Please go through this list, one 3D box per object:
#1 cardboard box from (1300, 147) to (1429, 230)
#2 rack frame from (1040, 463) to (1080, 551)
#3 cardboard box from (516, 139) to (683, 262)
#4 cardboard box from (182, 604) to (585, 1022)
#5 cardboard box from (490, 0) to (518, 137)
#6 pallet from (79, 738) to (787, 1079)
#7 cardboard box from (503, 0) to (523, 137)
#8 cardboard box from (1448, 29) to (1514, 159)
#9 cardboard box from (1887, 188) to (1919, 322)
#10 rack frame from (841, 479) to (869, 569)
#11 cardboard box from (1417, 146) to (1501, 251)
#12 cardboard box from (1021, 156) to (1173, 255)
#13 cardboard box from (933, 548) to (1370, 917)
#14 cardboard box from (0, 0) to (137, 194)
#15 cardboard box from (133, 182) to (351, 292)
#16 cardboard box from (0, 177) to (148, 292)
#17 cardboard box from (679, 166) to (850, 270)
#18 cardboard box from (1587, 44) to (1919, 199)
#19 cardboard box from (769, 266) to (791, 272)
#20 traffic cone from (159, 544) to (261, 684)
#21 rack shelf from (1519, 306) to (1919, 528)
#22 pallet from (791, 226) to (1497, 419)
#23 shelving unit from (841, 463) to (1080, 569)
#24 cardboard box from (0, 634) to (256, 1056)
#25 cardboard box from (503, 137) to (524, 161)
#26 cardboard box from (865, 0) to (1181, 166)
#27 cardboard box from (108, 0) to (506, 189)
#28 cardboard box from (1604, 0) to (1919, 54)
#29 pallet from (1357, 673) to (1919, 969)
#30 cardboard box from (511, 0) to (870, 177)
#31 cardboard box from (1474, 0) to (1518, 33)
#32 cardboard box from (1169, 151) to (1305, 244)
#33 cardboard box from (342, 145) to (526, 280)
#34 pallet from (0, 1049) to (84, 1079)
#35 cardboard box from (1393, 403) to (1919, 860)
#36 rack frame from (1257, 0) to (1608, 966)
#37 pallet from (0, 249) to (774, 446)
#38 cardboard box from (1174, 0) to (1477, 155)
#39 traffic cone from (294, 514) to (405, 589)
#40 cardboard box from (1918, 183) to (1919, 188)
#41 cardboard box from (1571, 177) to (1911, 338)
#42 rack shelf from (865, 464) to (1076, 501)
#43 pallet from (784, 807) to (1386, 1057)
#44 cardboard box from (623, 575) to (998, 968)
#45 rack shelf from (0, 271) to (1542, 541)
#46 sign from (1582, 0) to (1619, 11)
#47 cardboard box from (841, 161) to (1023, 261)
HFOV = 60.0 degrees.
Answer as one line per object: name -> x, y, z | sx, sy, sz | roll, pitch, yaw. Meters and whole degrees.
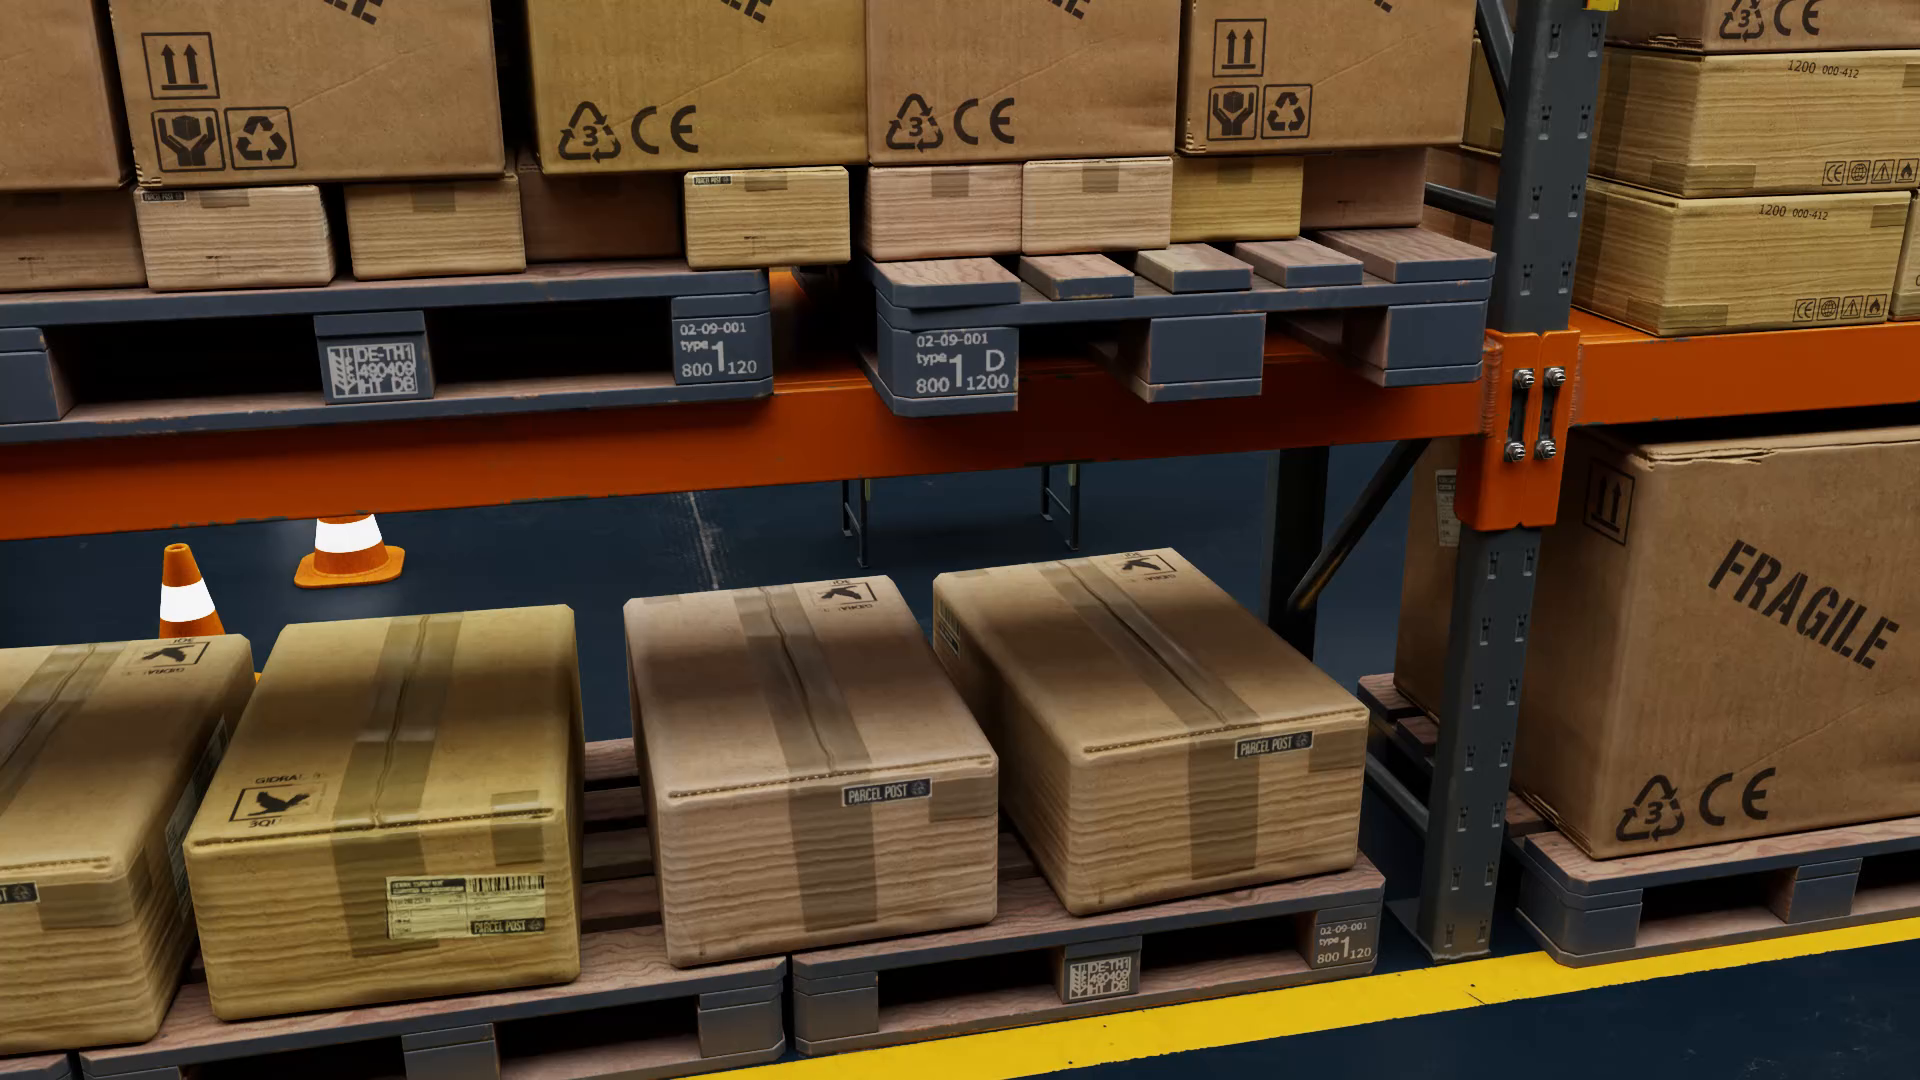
cardboard box -> 0.658, -0.679, 3.062 | 0.250, 0.149, 0.380 | -4, 20, -10
rack frame -> 0.350, -0.733, 5.634 | 0.023, 1.500, 0.400 | -5, 21, -12
cardboard box -> -0.606, -0.577, 2.784 | 0.250, 0.149, 0.380 | -4, 21, -12
cardboard box -> -1.085, 0.493, 3.318 | 0.625, 0.372, 0.950 | -4, 20, -11
cardboard box -> -1.078, -1.005, 3.010 | 0.500, 0.500, 0.500 | -5, 21, -15
pallet -> -1.023, 0.762, 3.429 | 1.213, 0.211, 1.003 | -5, 21, -12
cardboard box -> -0.589, -1.042, 3.111 | 0.500, 0.500, 0.500 | -4, 21, -12
cardboard box -> 1.336, -0.992, 3.654 | 0.500, 0.250, 0.500 | -5, 21, -13
cardboard box -> 1.953, -0.635, 3.406 | 0.500, 0.250, 0.500 | -5, 21, -14
rack frame -> -0.363, -0.675, 5.476 | 0.023, 1.500, 0.400 | -5, 21, -12
cardboard box -> 1.355, -0.761, 3.749 | 0.500, 0.250, 0.500 | -5, 21, -14
cardboard box -> 0.179, -0.599, 2.843 | 0.250, 0.149, 0.380 | -5, 21, -13
cardboard box -> 0.371, 0.374, 3.644 | 0.625, 0.372, 0.950 | -6, 21, -16
cardboard box -> -1.476, -0.787, 2.414 | 0.500, 0.500, 0.500 | -5, 21, -13
cardboard box -> -1.085, -0.499, 2.570 | 0.250, 0.149, 0.380 | -4, 20, -10
cardboard box -> -1.355, -0.495, 2.560 | 0.250, 0.149, 0.380 | -4, 21, -12
cardboard box -> -0.333, -0.555, 2.723 | 0.250, 0.149, 0.380 | -4, 21, -12
cardboard box -> 1.473, -0.826, 3.200 | 0.500, 0.250, 0.500 | -5, 21, -13
cardboard box -> -0.928, -1.476, 8.144 | 0.750, 0.750, 1.050 | -5, 21, -13
traffic cone -> -2.085, 0.237, 4.496 | 0.334, 0.463, 0.336 | -5, 21, -12
rack shelf -> 2.869, -0.525, 3.933 | 4.000, 0.370, 1.077 | -5, 21, -12
pallet -> 0.254, -0.522, 3.159 | 1.003, 0.211, 1.213 | -5, 21, -12
shelving unit -> -0.006, -0.704, 5.555 | 0.755, 1.500, 0.431 | -5, 21, -12
cardboard box -> -1.761, 0.548, 3.166 | 0.625, 0.372, 0.950 | -3, 20, -9
cardboard box -> -0.751, -0.707, 3.139 | 0.250, 0.149, 0.380 | -4, 20, -10
cardboard box -> 0.044, -0.915, 2.762 | 0.500, 0.500, 0.500 | -5, 21, -13
cardboard box -> -0.979, -0.831, 2.535 | 0.500, 0.500, 0.500 | -6, 21, -15
cardboard box -> 1.459, -1.178, 3.071 | 0.500, 0.500, 0.500 | -5, 21, -14
pallet -> 1.707, 0.568, 3.958 | 1.213, 0.211, 1.003 | -5, 21, -12
cardboard box -> -0.447, -0.874, 2.652 | 0.500, 0.500, 0.500 | -6, 21, -16
cardboard box -> 1.366, -1.349, 3.538 | 0.500, 0.500, 0.500 | -5, 21, -14
cardboard box -> 0.414, -0.634, 2.938 | 0.250, 0.149, 0.380 | -4, 21, -12
cardboard box -> -0.832, -0.530, 2.655 | 0.250, 0.149, 0.380 | -5, 21, -14
pallet -> -2.213, 0.859, 3.162 | 1.213, 0.211, 1.003 | -5, 21, -12
cardboard box -> 1.614, 0.069, 3.743 | 0.875, 0.875, 0.875 | -5, 21, -13
rack frame -> 0.923, -0.705, 3.377 | 0.127, 3.000, 1.000 | -5, 21, -12
pallet -> -0.994, -0.444, 2.945 | 1.213, 0.211, 1.003 | -5, 21, -12
cardboard box -> 0.544, -0.959, 2.884 | 0.500, 0.500, 0.500 | -5, 21, -14
traffic cone -> -2.033, -0.121, 5.473 | 0.334, 0.463, 0.336 | -5, 21, -12
cardboard box -> 1.976, -0.867, 3.311 | 0.500, 0.250, 0.500 | -4, 21, -11
cardboard box -> 1.457, -0.589, 3.279 | 0.500, 0.250, 0.500 | -5, 21, -13
rack shelf -> -0.006, -0.398, 5.667 | 0.720, 0.370, 0.431 | -5, 21, -12
pallet -> 0.162, 0.666, 3.689 | 1.213, 0.211, 1.003 | -5, 21, -12
cardboard box -> -0.346, 0.435, 3.477 | 0.625, 0.372, 0.950 | -5, 21, -14
rack shelf -> -1.024, -0.208, 3.068 | 4.000, 0.370, 1.077 | -5, 21, -12
sign -> 1.057, -1.030, 2.698 | 0.005, 0.325, 0.100 | -5, 21, -12
cardboard box -> -0.068, -0.581, 2.795 | 0.250, 0.149, 0.380 | -6, 21, -15
